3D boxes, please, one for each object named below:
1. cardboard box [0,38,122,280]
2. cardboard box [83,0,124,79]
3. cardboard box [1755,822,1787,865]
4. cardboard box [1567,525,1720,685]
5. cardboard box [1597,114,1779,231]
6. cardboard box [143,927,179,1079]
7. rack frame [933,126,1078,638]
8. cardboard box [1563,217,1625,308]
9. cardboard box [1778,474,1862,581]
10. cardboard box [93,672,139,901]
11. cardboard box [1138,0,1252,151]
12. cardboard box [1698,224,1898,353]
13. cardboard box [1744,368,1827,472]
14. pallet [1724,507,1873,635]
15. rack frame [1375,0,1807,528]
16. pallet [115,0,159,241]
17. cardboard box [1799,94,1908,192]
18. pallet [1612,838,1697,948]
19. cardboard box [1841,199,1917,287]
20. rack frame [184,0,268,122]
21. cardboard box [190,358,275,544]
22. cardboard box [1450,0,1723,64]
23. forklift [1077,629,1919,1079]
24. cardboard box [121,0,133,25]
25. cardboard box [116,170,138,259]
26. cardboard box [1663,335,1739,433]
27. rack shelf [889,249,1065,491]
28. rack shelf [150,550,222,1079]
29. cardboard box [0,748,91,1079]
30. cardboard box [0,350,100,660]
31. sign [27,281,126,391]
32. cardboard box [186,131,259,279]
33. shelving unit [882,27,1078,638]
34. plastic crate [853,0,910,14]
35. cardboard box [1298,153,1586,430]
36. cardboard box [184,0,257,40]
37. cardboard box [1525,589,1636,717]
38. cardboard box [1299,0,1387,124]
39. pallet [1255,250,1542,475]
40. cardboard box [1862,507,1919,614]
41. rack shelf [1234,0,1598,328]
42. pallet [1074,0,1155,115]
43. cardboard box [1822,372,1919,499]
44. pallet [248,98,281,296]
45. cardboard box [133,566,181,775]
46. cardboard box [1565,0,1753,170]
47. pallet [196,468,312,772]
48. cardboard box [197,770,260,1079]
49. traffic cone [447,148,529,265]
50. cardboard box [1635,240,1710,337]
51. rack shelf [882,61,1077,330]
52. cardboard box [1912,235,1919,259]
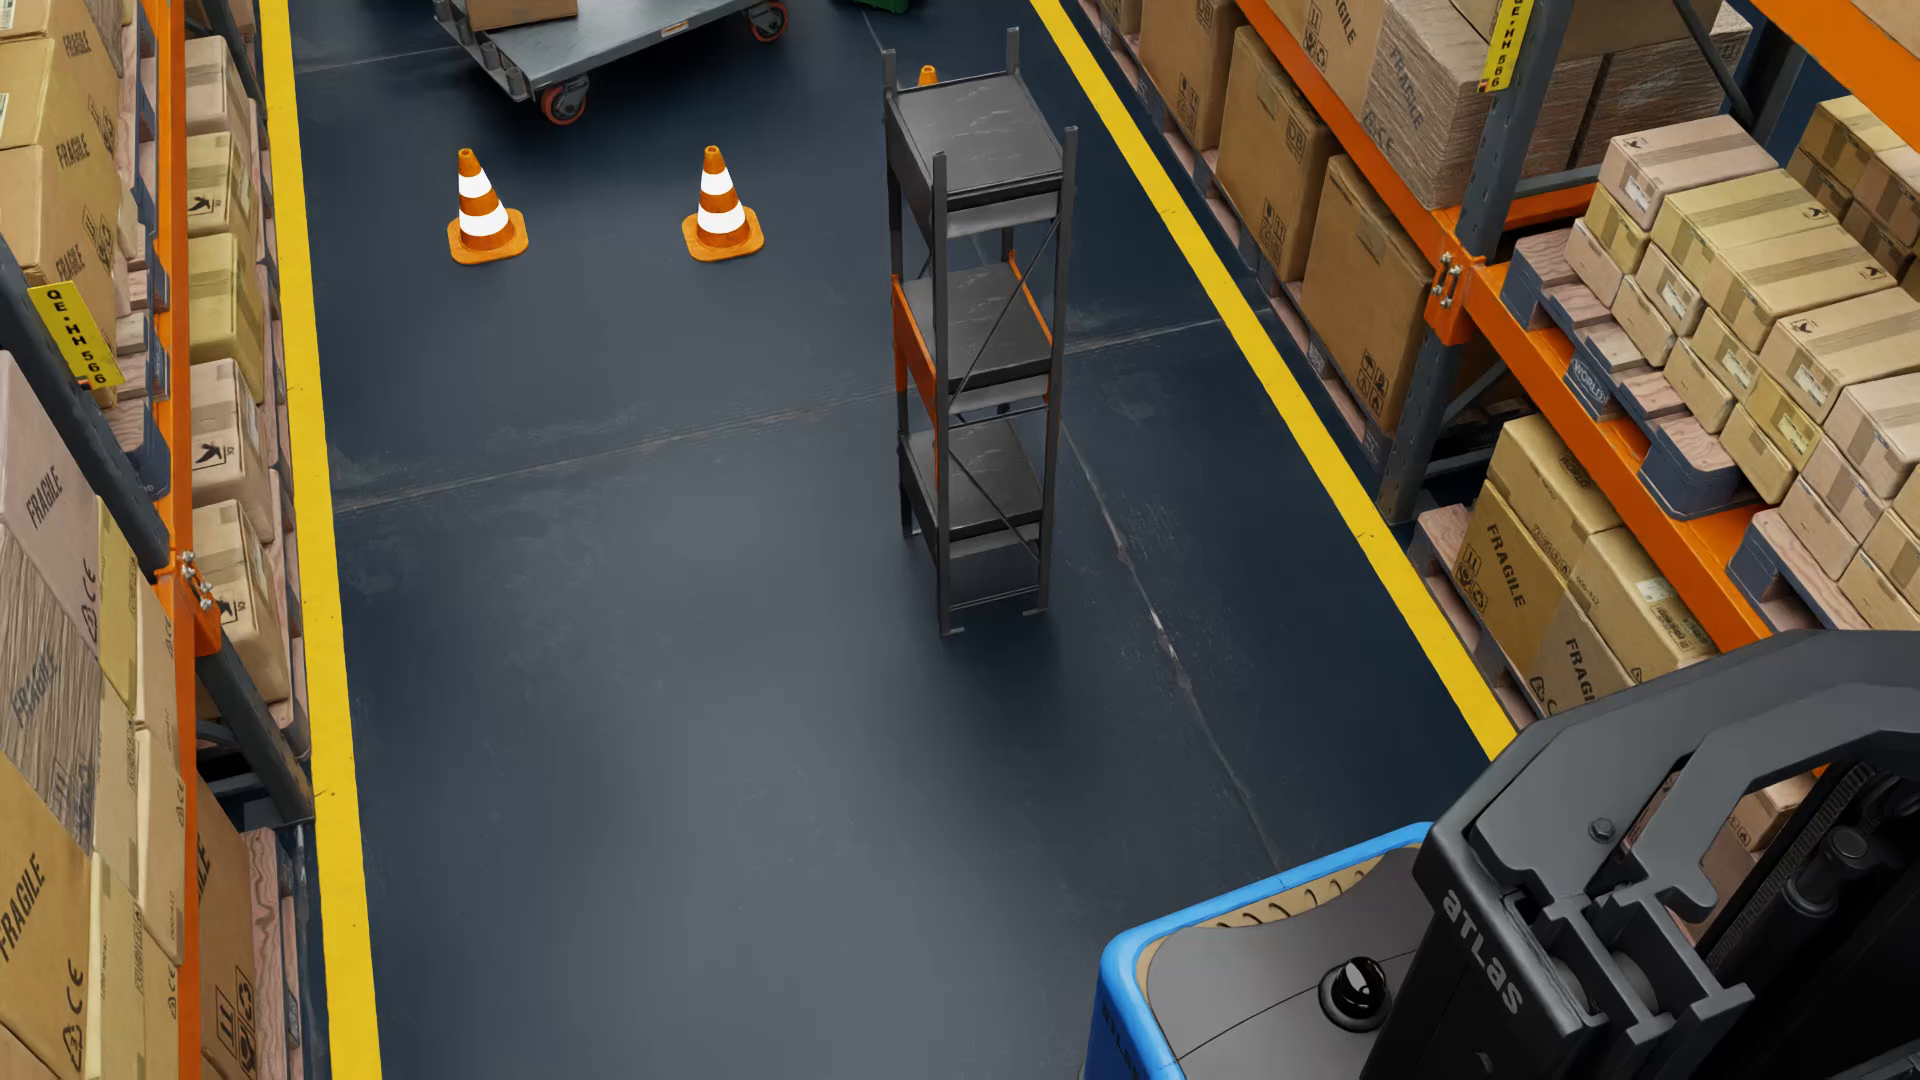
[{"bbox_3d":[-2.689,-1.001,4.598,0.500,0.500,0.500,-11,51,-9],"label":"cardboard box"},{"bbox_3d":[-2.993,-1.755,5.233,0.500,0.500,0.500,-15,52,-12],"label":"cardboard box"},{"bbox_3d":[2.495,0.931,4.373,0.500,0.250,0.500,-15,52,-13],"label":"cardboard box"},{"bbox_3d":[2.205,0.186,5.001,0.500,0.250,0.500,-14,51,-11],"label":"cardboard box"},{"bbox_3d":[2.036,-1.033,4.659,0.380,0.149,0.250,-13,51,-11],"label":"cardboard box"},{"bbox_3d":[-1.919,1.122,3.440,0.500,0.250,0.500,-14,51,-11],"label":"cardboard box"},{"bbox_3d":[0.121,-0.378,5.195,0.400,2.100,0.015,-13,51,-11],"label":"rack frame"},{"bbox_3d":[2.022,-0.853,4.897,0.380,0.149,0.250,-14,51,-11],"label":"cardboard box"},{"bbox_3d":[2.344,-0.069,4.236,0.380,0.149,0.250,-12,51,-10],"label":"cardboard box"},{"bbox_3d":[-2.075,0.579,3.571,0.500,0.250,0.500,-14,51,-12],"label":"cardboard box"},{"bbox_3d":[1.451,-2.364,7.478,1.050,0.750,0.750,-13,51,-11],"label":"cardboard box"},{"bbox_3d":[2.185,-0.660,4.345,0.380,0.149,0.250,-14,51,-11],"label":"cardboard box"},{"bbox_3d":[2.273,-0.347,4.276,0.380,0.149,0.250,-13,51,-11],"label":"cardboard box"},{"bbox_3d":[2.707,0.327,4.138,1.003,0.211,1.213,-13,51,-11],"label":"pallet"},{"bbox_3d":[2.083,-1.171,5.275,1.000,3.000,0.127,-13,51,-11],"label":"rack frame"},{"bbox_3d":[-3.241,-1.353,5.554,1.003,0.211,1.213,-13,51,-11],"label":"pallet"},{"bbox_3d":[2.666,-1.163,4.769,0.380,0.149,0.250,-15,52,-12],"label":"cardboard box"},{"bbox_3d":[2.670,1.188,5.110,1.003,0.211,1.213,-13,51,-11],"label":"pallet"},{"bbox_3d":[2.744,-0.869,4.716,0.380,0.149,0.250,-12,51,-10],"label":"cardboard box"},{"bbox_3d":[-3.799,-2.899,6.732,1.000,3.000,0.127,-13,51,-11],"label":"rack frame"},{"bbox_3d":[-2.999,-0.218,5.916,0.950,0.372,0.625,-14,51,-12],"label":"cardboard box"},{"bbox_3d":[1.959,-1.856,5.133,0.700,0.500,0.500,-14,51,-11],"label":"cardboard box"},{"bbox_3d":[1.336,1.636,2.954,1.130,2.935,3.031,-17,52,-14],"label":"forklift"},{"bbox_3d":[-3.095,-1.892,5.773,0.380,0.149,0.250,-13,51,-11],"label":"cardboard box"},{"bbox_3d":[-2.685,-0.942,4.972,0.380,0.149,0.250,-13,51,-11],"label":"cardboard box"},{"bbox_3d":[2.182,-0.460,4.566,0.380,0.149,0.250,-11,51,-9],"label":"cardboard box"},{"bbox_3d":[0.049,-0.547,5.356,0.431,0.518,0.480,-13,51,-11],"label":"rack shelf"},{"bbox_3d":[-2.025,1.715,3.313,1.077,0.370,4.000,-13,51,-11],"label":"rack shelf"},{"bbox_3d":[-1.913,0.723,2.959,0.500,0.500,0.500,-13,51,-11],"label":"cardboard box"},{"bbox_3d":[-2.213,-0.014,3.580,0.500,0.500,0.500,-15,51,-12],"label":"cardboard box"},{"bbox_3d":[-2.087,-0.479,3.935,0.100,0.325,0.005,-13,51,-11],"label":"sign"},{"bbox_3d":[-3.426,-1.281,6.812,0.950,0.372,0.625,-10,51,-9],"label":"cardboard box"},{"bbox_3d":[0.049,-0.556,5.345,0.431,2.100,0.503,-13,51,-11],"label":"shelving unit"},{"bbox_3d":[-0.403,-3.035,8.649,0.450,0.188,0.662,16,51,0],"label":"plastic crate"},{"bbox_3d":[1.989,-1.046,6.367,1.050,0.750,0.750,-14,51,-11],"label":"cardboard box"},{"bbox_3d":[-3.715,-2.640,8.038,0.500,0.250,0.500,-15,52,-13],"label":"cardboard box"},{"bbox_3d":[2.200,0.440,5.277,0.500,0.500,0.500,-13,51,-11],"label":"cardboard box"},{"bbox_3d":[1.547,-1.836,5.771,0.500,0.500,0.500,-13,51,-11],"label":"cardboard box"},{"bbox_3d":[1.922,-0.865,6.841,1.003,0.211,1.213,-13,51,-11],"label":"pallet"},{"bbox_3d":[2.416,0.017,3.968,0.380,0.149,0.250,-14,51,-11],"label":"cardboard box"},{"bbox_3d":[1.491,-2.400,6.782,1.077,0.370,4.000,-13,51,-11],"label":"rack shelf"},{"bbox_3d":[1.200,-2.647,8.344,1.003,0.211,1.213,-13,51,-11],"label":"pallet"},{"bbox_3d":[2.344,-0.269,4.016,0.380,0.149,0.250,-11,51,-9],"label":"cardboard box"},{"bbox_3d":[-3.567,-1.432,7.319,1.003,0.211,1.213,-13,51,-11],"label":"pallet"},{"bbox_3d":[-2.218,0.381,4.065,0.500,0.250,0.500,-15,51,-12],"label":"cardboard box"},{"bbox_3d":[2.208,-1.592,5.565,0.500,0.500,0.500,-13,51,-11],"label":"cardboard box"},{"bbox_3d":[-2.846,0.350,5.817,1.003,0.211,1.213,-13,51,-11],"label":"pallet"},{"bbox_3d":[-2.491,1.095,4.480,0.875,0.875,0.875,-14,51,-11],"label":"cardboard box"},{"bbox_3d":[-2.095,-1.493,7.206,0.336,0.463,0.334,-13,51,-11],"label":"traffic cone"},{"bbox_3d":[2.116,-0.725,4.594,0.380,0.149,0.250,-11,51,-9],"label":"cardboard box"},{"bbox_3d":[0.049,-0.998,4.821,0.431,0.518,0.480,-13,51,-11],"label":"rack shelf"},{"bbox_3d":[2.815,-0.788,4.453,0.380,0.149,0.250,-12,51,-10],"label":"cardboard box"}]
